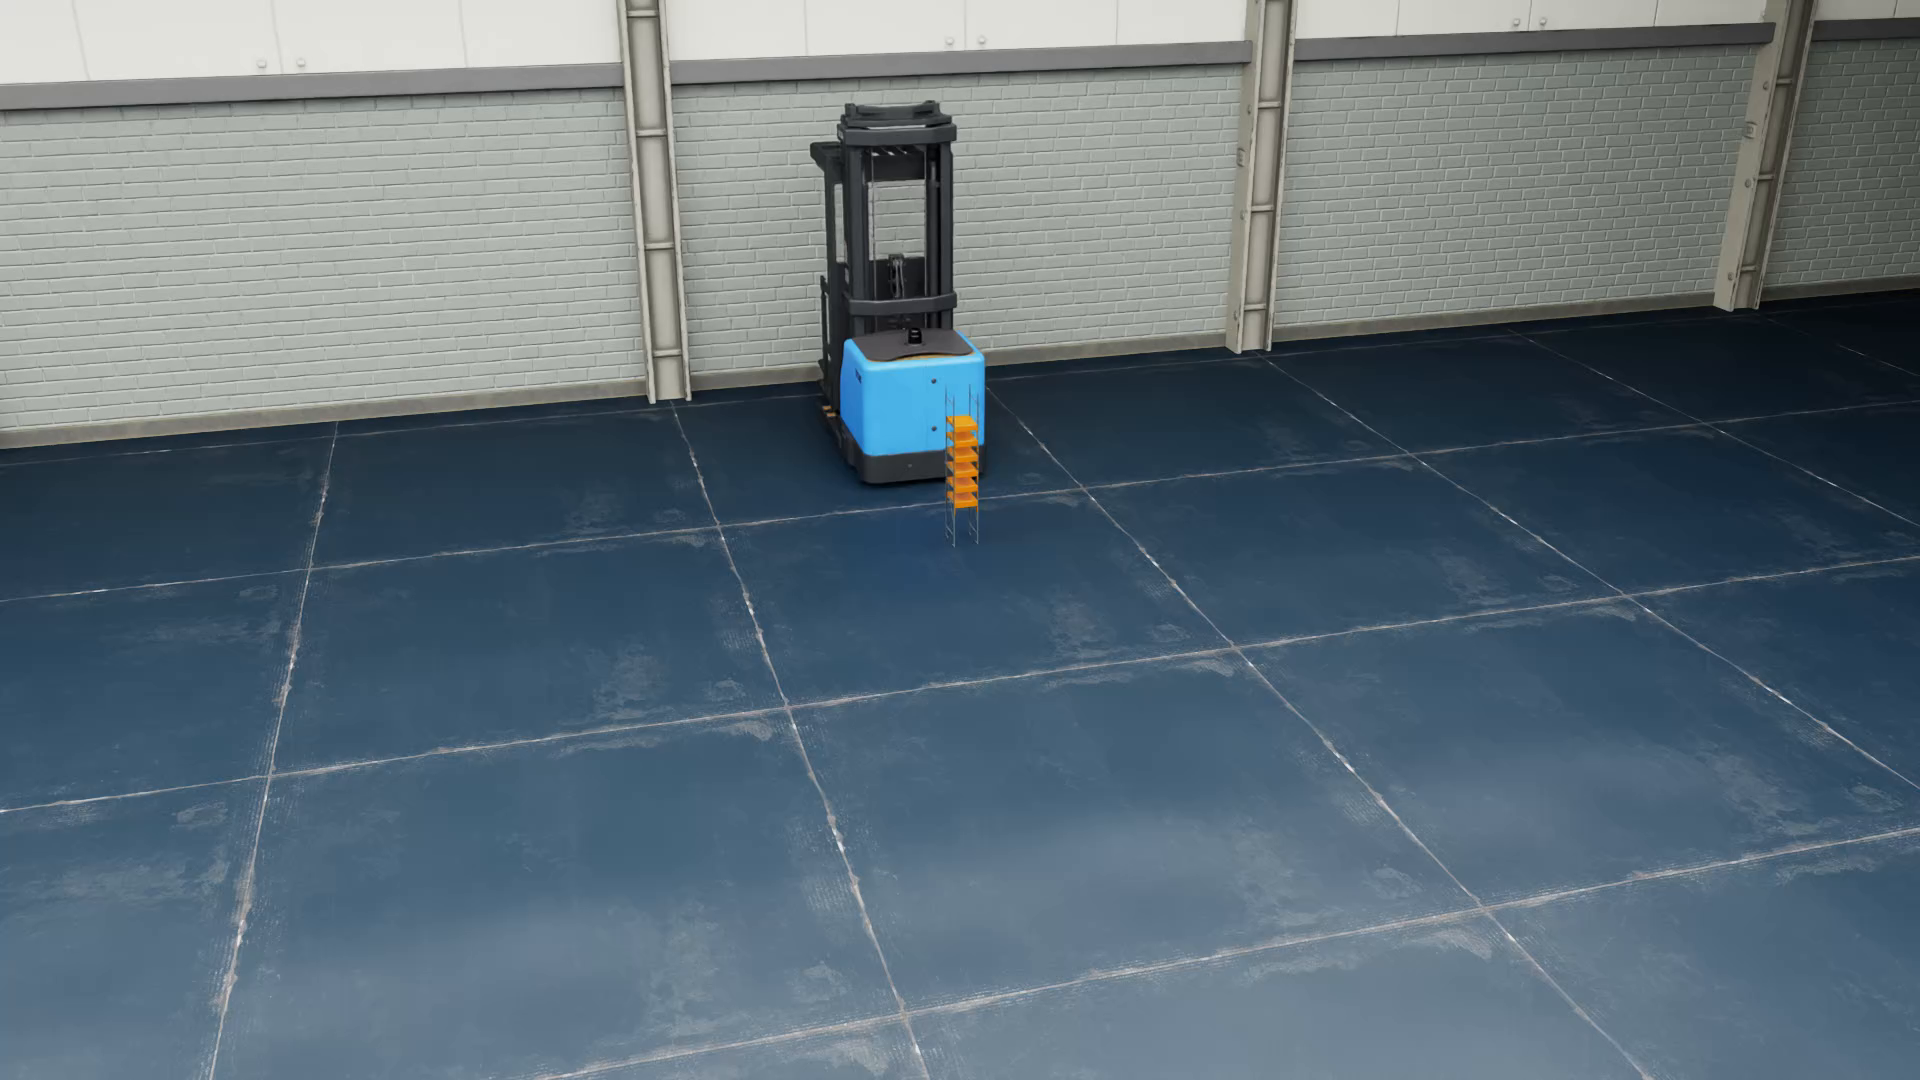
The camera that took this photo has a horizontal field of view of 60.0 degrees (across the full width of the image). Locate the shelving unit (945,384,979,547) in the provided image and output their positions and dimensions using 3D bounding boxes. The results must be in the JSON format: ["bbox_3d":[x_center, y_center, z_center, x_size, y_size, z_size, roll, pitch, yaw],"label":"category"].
[{"bbox_3d":[0.014,-0.553,12.447,0.189,1.200,0.258,-6,24,-14],"label":"shelving unit"}]

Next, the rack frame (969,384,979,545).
[{"bbox_3d":[0.102,-0.563,12.470,0.006,1.200,0.240,-6,24,-14],"label":"rack frame"}]

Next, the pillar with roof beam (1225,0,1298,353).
[{"bbox_3d":[4.166,-4.506,11.768,0.400,9.000,9.100,-6,24,-14],"label":"pillar with roof beam"}]

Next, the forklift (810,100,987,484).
[{"bbox_3d":[-0.658,-2.361,14.466,1.130,2.935,3.031,-6,24,-14],"label":"forklift"}]

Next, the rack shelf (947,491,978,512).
[{"bbox_3d":[0.014,-0.292,12.559,0.180,0.103,0.258,-6,24,-14],"label":"rack shelf"}]

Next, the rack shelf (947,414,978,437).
[{"bbox_3d":[0.014,-0.843,12.323,0.180,0.103,0.258,-6,24,-14],"label":"rack shelf"}]

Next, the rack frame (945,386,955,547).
[{"bbox_3d":[-0.074,-0.543,12.424,0.006,1.200,0.240,-6,24,-14],"label":"rack frame"}]

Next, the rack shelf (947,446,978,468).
[{"bbox_3d":[0.014,-0.622,12.417,0.180,0.103,0.258,-6,24,-14],"label":"rack shelf"}]

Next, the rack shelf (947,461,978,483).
[{"bbox_3d":[0.014,-0.512,12.465,0.180,0.103,0.258,-6,24,-14],"label":"rack shelf"}]

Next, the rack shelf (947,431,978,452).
[{"bbox_3d":[0.014,-0.733,12.370,0.180,0.103,0.258,-6,24,-14],"label":"rack shelf"}]

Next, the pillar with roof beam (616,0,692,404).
[{"bbox_3d":[-1.611,-3.866,10.279,0.400,9.000,9.100,-6,24,-14],"label":"pillar with roof beam"}]

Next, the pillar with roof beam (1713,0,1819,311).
[{"bbox_3d":[9.943,-5.145,13.258,0.400,9.000,9.100,-6,24,-14],"label":"pillar with roof beam"}]

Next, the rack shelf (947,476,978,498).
[{"bbox_3d":[0.014,-0.402,12.512,0.180,0.103,0.258,-6,24,-14],"label":"rack shelf"}]
